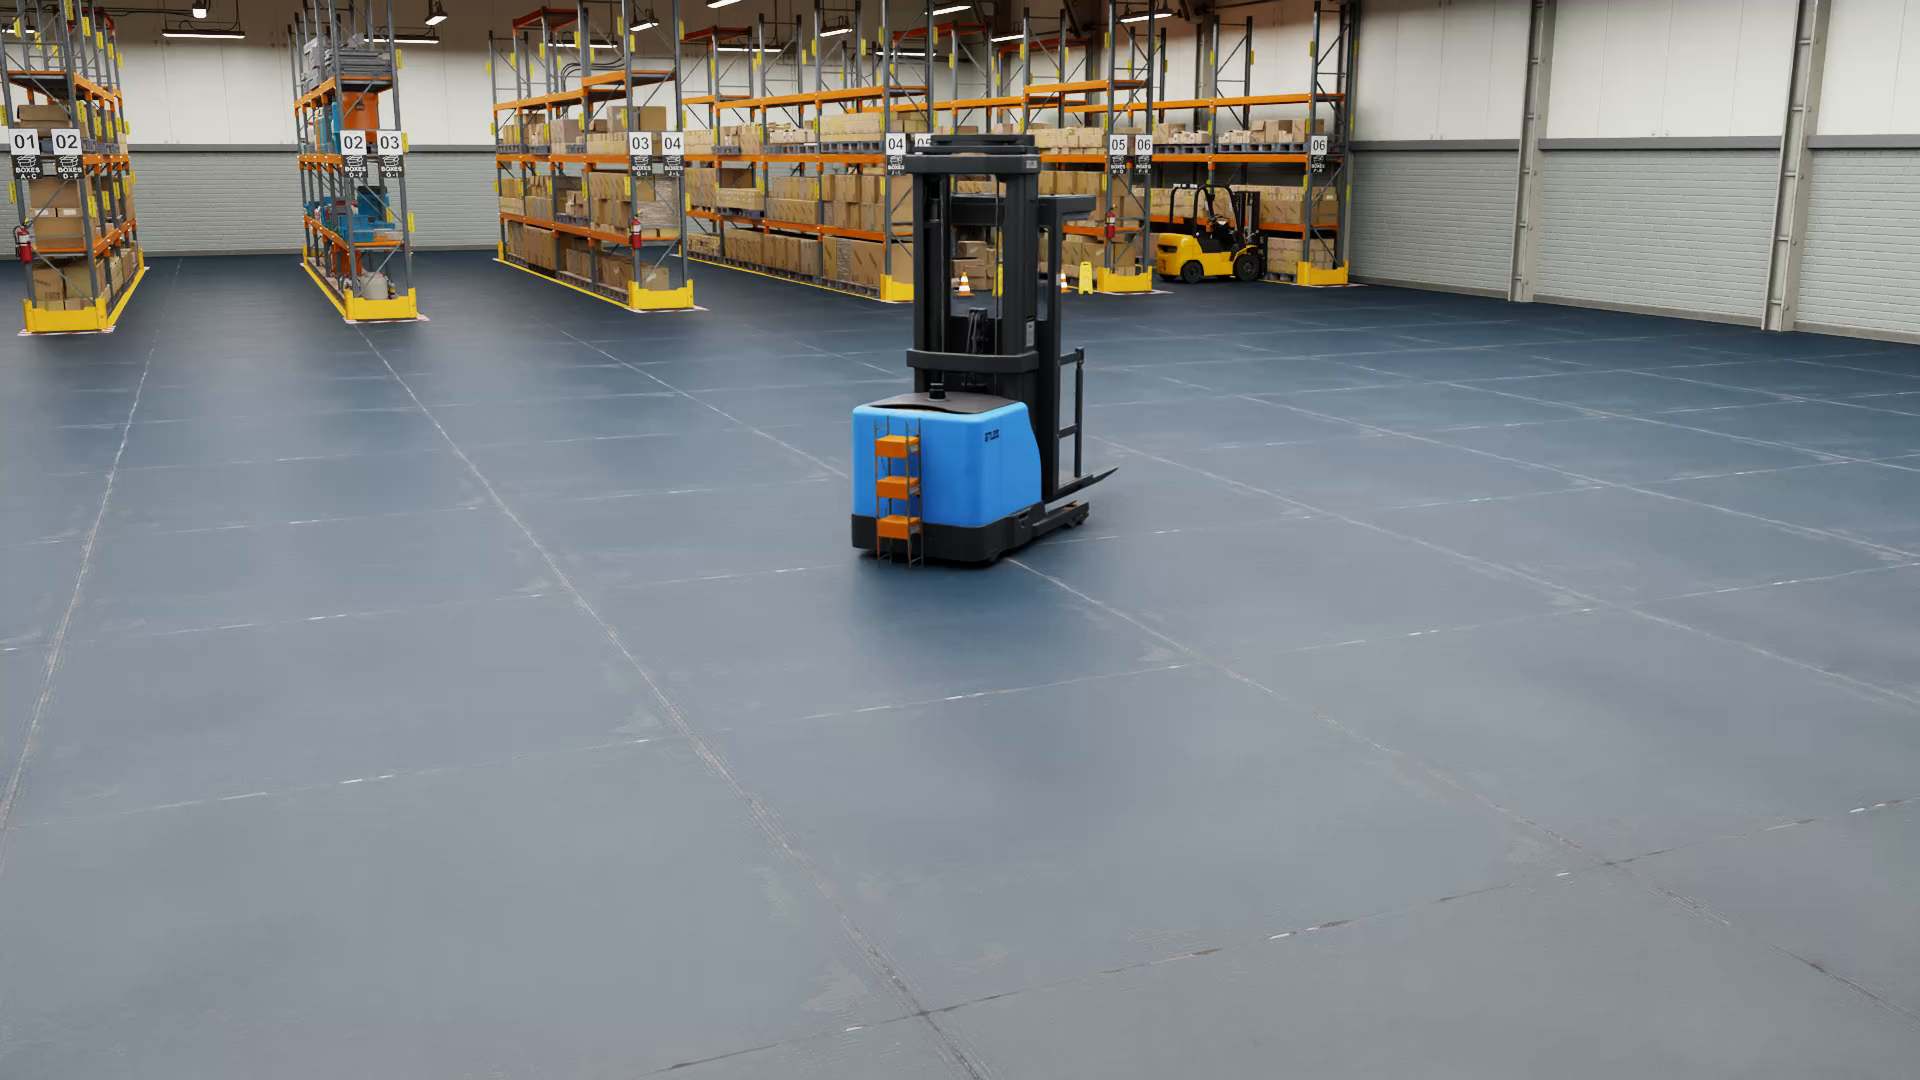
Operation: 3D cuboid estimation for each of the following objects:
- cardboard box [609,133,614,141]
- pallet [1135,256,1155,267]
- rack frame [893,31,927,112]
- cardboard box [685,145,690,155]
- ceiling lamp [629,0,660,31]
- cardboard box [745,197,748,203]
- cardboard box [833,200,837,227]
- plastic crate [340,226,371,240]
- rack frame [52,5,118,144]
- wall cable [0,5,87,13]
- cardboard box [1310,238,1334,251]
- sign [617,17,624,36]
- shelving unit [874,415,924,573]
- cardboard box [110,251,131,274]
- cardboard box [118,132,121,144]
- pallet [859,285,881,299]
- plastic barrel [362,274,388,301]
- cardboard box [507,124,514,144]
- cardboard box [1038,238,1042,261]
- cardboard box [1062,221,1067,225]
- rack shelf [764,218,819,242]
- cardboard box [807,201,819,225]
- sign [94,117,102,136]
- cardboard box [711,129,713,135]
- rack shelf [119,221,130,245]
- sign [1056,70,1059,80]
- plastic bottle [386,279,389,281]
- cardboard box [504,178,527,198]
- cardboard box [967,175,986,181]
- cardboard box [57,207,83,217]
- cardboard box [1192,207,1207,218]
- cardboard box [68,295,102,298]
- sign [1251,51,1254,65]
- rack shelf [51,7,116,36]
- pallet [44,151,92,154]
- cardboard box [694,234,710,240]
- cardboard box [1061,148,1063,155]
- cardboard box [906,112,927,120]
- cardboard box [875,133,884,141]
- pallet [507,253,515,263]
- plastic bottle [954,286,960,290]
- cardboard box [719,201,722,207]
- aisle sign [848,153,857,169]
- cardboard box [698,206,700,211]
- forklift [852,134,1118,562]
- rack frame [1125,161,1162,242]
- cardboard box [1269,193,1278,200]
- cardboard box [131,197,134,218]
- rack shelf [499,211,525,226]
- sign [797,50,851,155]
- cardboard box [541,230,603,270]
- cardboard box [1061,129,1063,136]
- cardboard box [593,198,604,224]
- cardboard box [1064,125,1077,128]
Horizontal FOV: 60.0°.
[{"bbox_3d":[-6.490,-7.698,31.774,0.380,0.149,0.250,-6,15,-26],"label":"cardboard box"},{"bbox_3d":[5.138,-7.282,43.363,1.003,0.211,1.213,-6,14,-23],"label":"pallet"},{"bbox_3d":[-1.305,-12.114,44.753,1.000,3.000,0.127,-6,14,-23],"label":"rack frame"},{"bbox_3d":[-7.250,-10.713,45.684,0.500,0.250,0.500,-5,14,-21],"label":"cardboard box"},{"bbox_3d":[-7.526,-14.139,40.558,0.800,3.185,2.000,-6,14,-23],"label":"ceiling lamp"},{"bbox_3d":[-5.029,-8.294,40.519,0.380,0.149,0.250,-5,14,-22],"label":"cardboard box"},{"bbox_3d":[-2.196,-6.957,35.442,0.875,0.550,0.550,-6,14,-23],"label":"cardboard box"},{"bbox_3d":[-10.846,-5.508,29.846,0.499,0.251,0.408,-6,14,-23],"label":"plastic crate"},{"bbox_3d":[-19.464,-10.325,37.023,1.000,3.000,0.127,-6,14,-23],"label":"rack frame"},{"bbox_3d":[-25.063,-13.096,44.682,3.097,2.526,0.112,-6,14,-23],"label":"wall cable"},{"bbox_3d":[8.029,-6.629,37.311,0.500,0.250,0.500,-6,14,-24],"label":"cardboard box"},{"bbox_3d":[-6.095,-9.226,29.852,0.100,0.325,0.005,-6,14,-23],"label":"sign"},{"bbox_3d":[-0.417,-0.316,11.393,0.252,1.050,0.215,6,16,26],"label":"shelving unit"},{"bbox_3d":[-18.613,-6.116,36.710,0.500,0.500,0.500,-5,14,-22],"label":"cardboard box"},{"bbox_3d":[-19.633,-9.260,38.298,0.500,0.250,0.500,-6,14,-23],"label":"cardboard box"},{"bbox_3d":[-1.385,-5.043,33.693,1.003,0.211,1.213,-6,14,-23],"label":"pallet"},{"bbox_3d":[-10.450,-4.491,29.708,0.421,0.512,0.421,0,13,0],"label":"plastic barrel"},{"bbox_3d":[-11.364,-10.554,43.289,0.700,0.500,0.500,-7,15,-27],"label":"cardboard box"},{"bbox_3d":[1.888,-6.622,37.834,0.500,0.500,0.500,-5,14,-20],"label":"cardboard box"},{"bbox_3d":[2.362,-7.007,36.550,0.380,0.149,0.250,-6,14,-23],"label":"cardboard box"},{"bbox_3d":[-3.397,-7.133,38.132,1.077,0.370,4.000,-6,14,-23],"label":"rack shelf"},{"bbox_3d":[-3.050,-7.203,36.616,0.500,0.500,0.500,-6,14,-23],"label":"cardboard box"},{"bbox_3d":[-15.751,-7.551,30.370,0.100,0.325,0.005,-6,14,-23],"label":"sign"},{"bbox_3d":[-6.291,-10.643,43.389,0.380,0.149,0.250,-5,14,-22],"label":"cardboard box"},{"bbox_3d":[-18.662,-6.638,35.995,1.077,0.370,4.000,-6,14,-23],"label":"rack shelf"},{"bbox_3d":[2.737,-13.011,46.384,0.100,0.325,0.005,-6,14,-23],"label":"sign"},{"bbox_3d":[-10.929,-4.836,31.676,0.152,0.276,0.135,-5,14,-22],"label":"plastic bottle"},{"bbox_3d":[-11.629,-9.226,43.591,0.500,0.500,0.500,-6,14,-24],"label":"cardboard box"},{"bbox_3d":[0.324,-9.024,42.270,0.500,0.500,0.500,-6,14,-25],"label":"cardboard box"},{"bbox_3d":[-14.617,-5.388,27.337,0.380,0.149,0.250,-6,14,-23],"label":"cardboard box"},{"bbox_3d":[6.004,-7.995,40.593,0.500,0.250,0.500,-5,14,-22],"label":"cardboard box"},{"bbox_3d":[-14.871,-4.022,28.260,0.500,0.250,0.500,-6,14,-23],"label":"cardboard box"},{"bbox_3d":[6.964,-11.487,39.623,0.100,0.325,0.005,-6,14,-23],"label":"sign"},{"bbox_3d":[-20.265,-12.007,38.514,1.077,0.370,4.000,-6,14,-23],"label":"rack shelf"},{"bbox_3d":[-16.624,-7.298,31.023,0.805,0.209,1.217,-6,14,-25],"label":"pallet"},{"bbox_3d":[-7.125,-8.363,45.922,0.380,0.149,0.250,-6,14,-26],"label":"cardboard box"},{"bbox_3d":[2.418,-8.471,36.225,0.380,0.149,0.250,-6,14,-23],"label":"cardboard box"},{"bbox_3d":[-0.835,-8.322,32.659,0.380,0.149,0.250,-5,14,-22],"label":"cardboard box"},{"bbox_3d":[-1.437,-7.874,32.491,0.380,0.149,0.250,-6,14,-23],"label":"cardboard box"},{"bbox_3d":[-11.596,-7.606,44.764,1.003,0.211,1.213,-6,14,-23],"label":"pallet"},{"bbox_3d":[-0.022,-5.359,35.390,0.133,0.061,0.283,-12,18,-42],"label":"plastic bottle"},{"bbox_3d":[-5.947,-8.626,42.612,0.380,0.149,0.250,-5,14,-22],"label":"cardboard box"},{"bbox_3d":[-3.202,-11.273,48.658,0.394,0.787,0.004,-6,14,-23],"label":"aisle sign"},{"bbox_3d":[-6.902,-9.013,45.217,0.380,0.149,0.250,-5,14,-21],"label":"cardboard box"},{"bbox_3d":[0.350,-1.559,12.607,1.130,2.935,3.031,7,15,26],"label":"forklift"},{"bbox_3d":[4.844,-8.814,43.799,1.000,3.000,0.127,-6,14,-23],"label":"rack frame"},{"bbox_3d":[7.236,-7.784,37.691,0.380,0.149,0.250,-6,14,-25],"label":"cardboard box"},{"bbox_3d":[-20.426,-8.102,40.503,0.500,0.500,0.500,-5,14,-22],"label":"cardboard box"},{"bbox_3d":[-11.186,-8.359,43.428,1.077,0.370,4.000,-6,14,-23],"label":"rack shelf"},{"bbox_3d":[-3.398,-9.960,37.645,1.081,2.409,3.713,-6,14,-23],"label":"sign"},{"bbox_3d":[-9.040,-6.783,38.808,1.225,0.875,0.875,-6,14,-26],"label":"cardboard box"},{"bbox_3d":[2.425,-8.857,36.124,0.380,0.149,0.250,-5,14,-22],"label":"cardboard box"},{"bbox_3d":[-6.889,-6.632,33.490,0.875,0.500,0.500,-6,14,-23],"label":"cardboard box"},{"bbox_3d":[3.042,-11.485,46.516,0.396,0.266,0.258,-6,14,-24],"label":"cardboard box"}]
